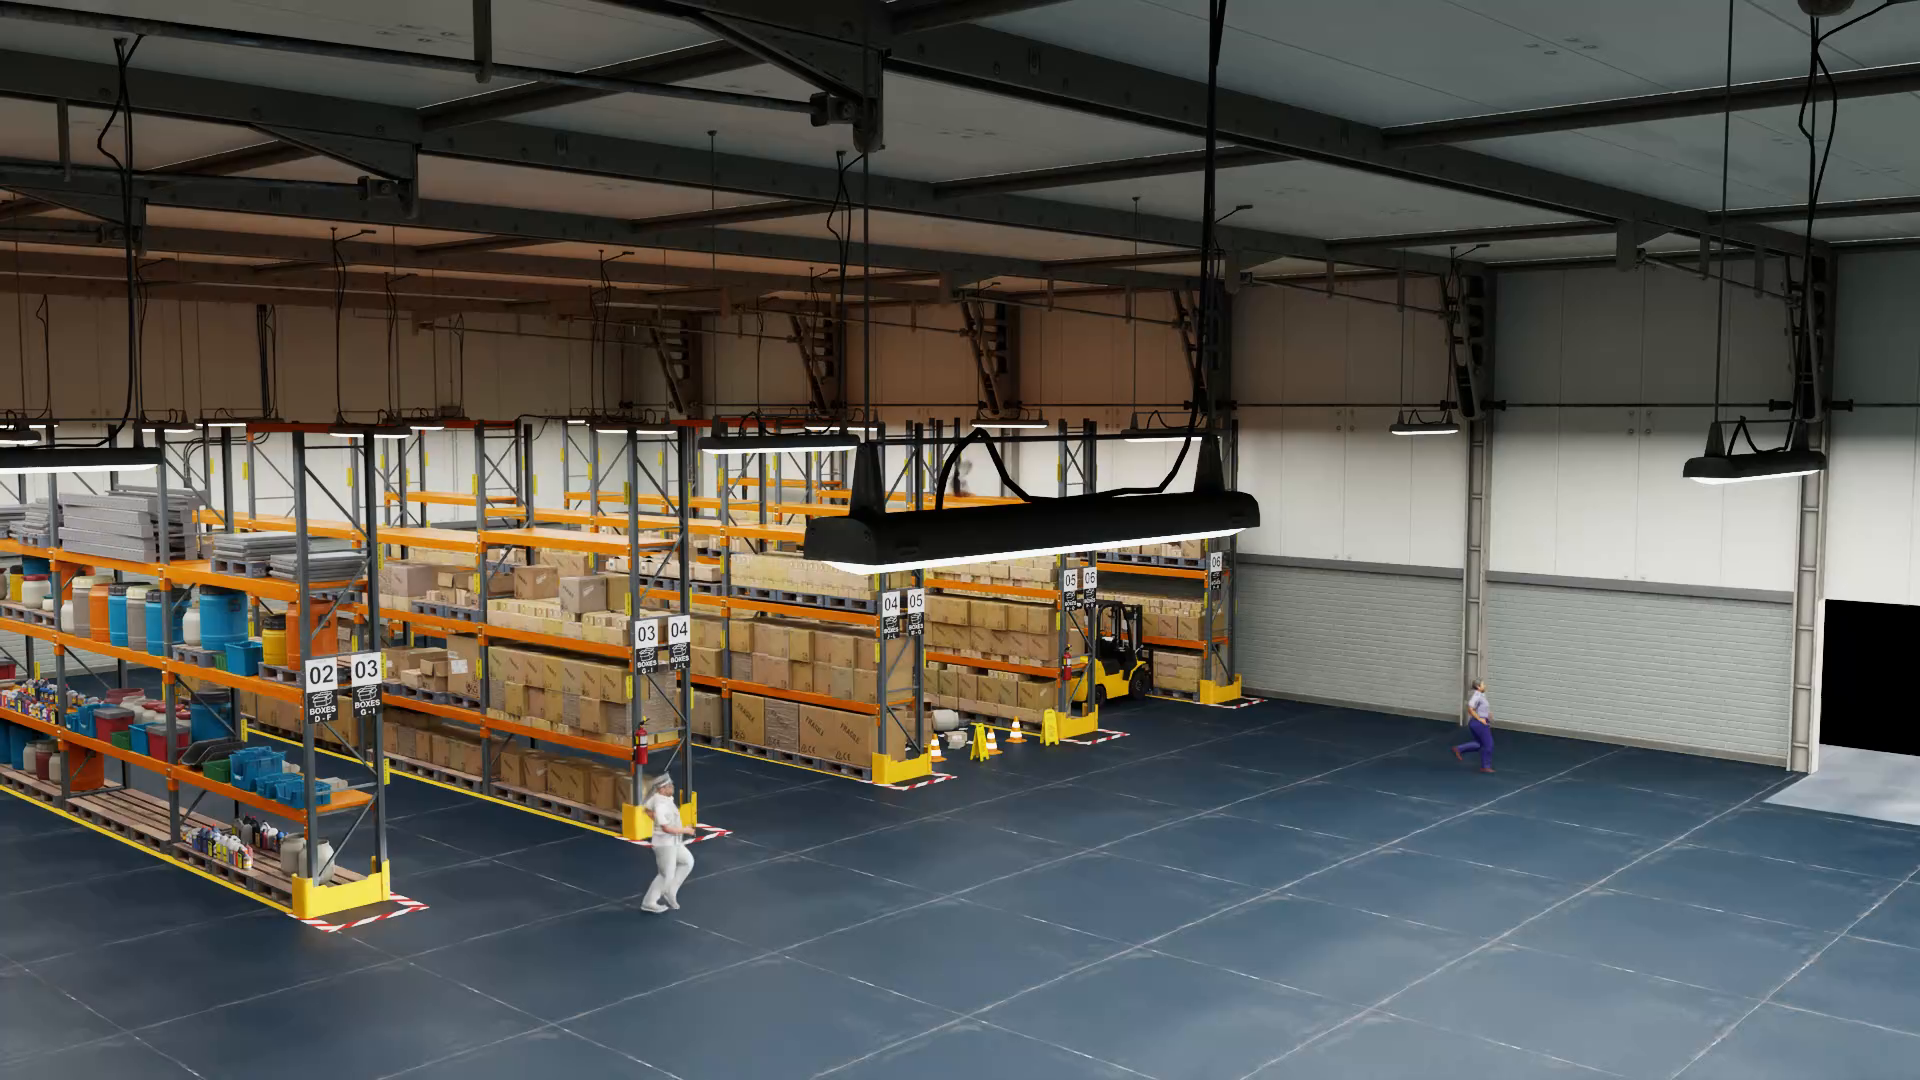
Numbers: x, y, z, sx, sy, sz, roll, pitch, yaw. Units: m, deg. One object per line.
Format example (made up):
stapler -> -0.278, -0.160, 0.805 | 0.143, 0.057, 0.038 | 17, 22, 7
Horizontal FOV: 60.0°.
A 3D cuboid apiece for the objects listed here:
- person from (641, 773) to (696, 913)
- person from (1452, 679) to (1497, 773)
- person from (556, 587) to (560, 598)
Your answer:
person -> -3.636, 3.774, 20.735 | 0.694, 1.784, 0.673 | -1, 5, -10
person -> 8.908, 3.185, 28.660 | 0.703, 1.602, 0.607 | 1, 5, 14
person -> -10.551, 1.987, 43.565 | 0.626, 1.555, 0.634 | -1, 5, -17
